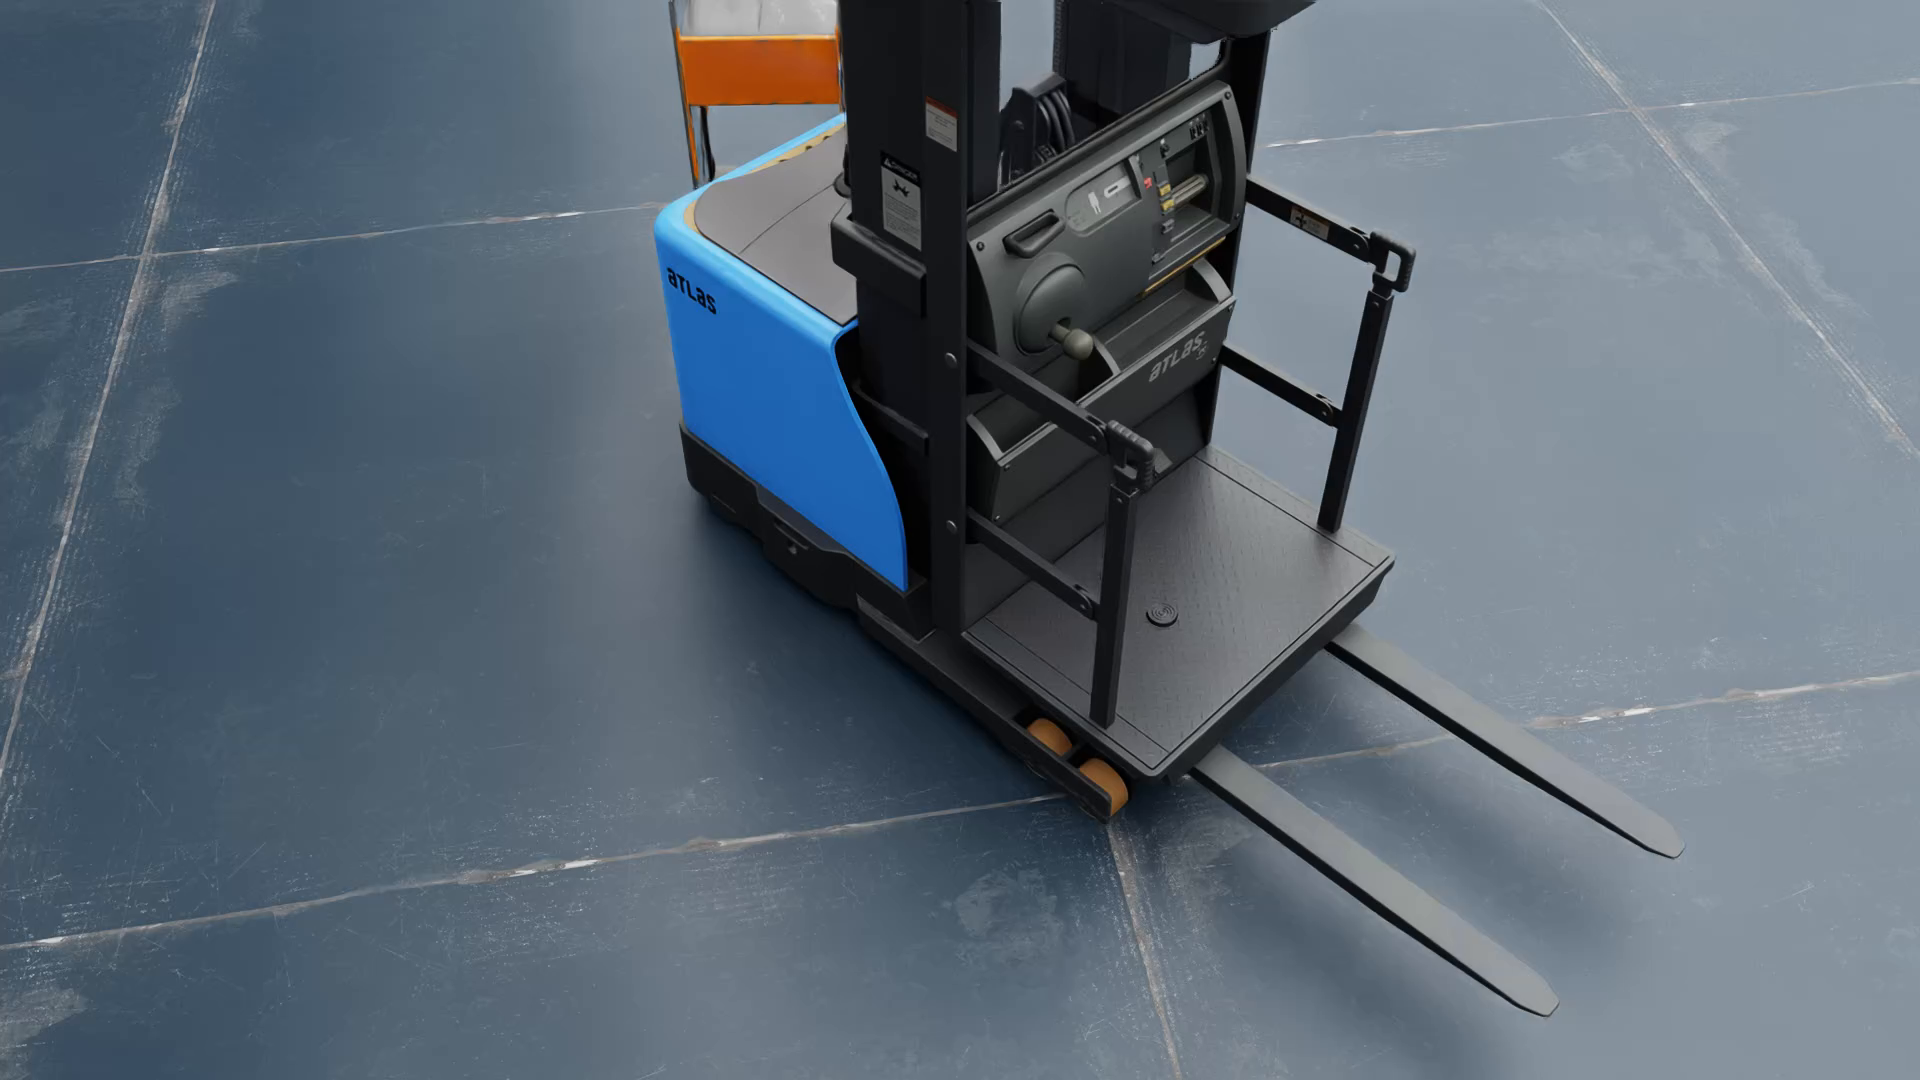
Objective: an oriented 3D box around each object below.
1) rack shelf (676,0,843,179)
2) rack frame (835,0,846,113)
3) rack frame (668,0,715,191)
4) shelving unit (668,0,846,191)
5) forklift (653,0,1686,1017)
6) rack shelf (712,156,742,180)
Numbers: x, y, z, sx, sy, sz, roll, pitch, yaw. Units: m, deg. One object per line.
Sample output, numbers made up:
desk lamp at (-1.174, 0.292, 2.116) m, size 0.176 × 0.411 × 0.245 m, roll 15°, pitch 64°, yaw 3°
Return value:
rack shelf at (-0.605, -1.477, 5.234) m, size 0.480 × 0.518 × 0.431 m, roll -1°, pitch 46°, yaw -1°
rack frame at (-0.361, -1.491, 5.228) m, size 0.015 × 2.100 × 0.400 m, roll -1°, pitch 46°, yaw -1°
rack frame at (-0.849, -1.482, 5.220) m, size 0.015 × 2.100 × 0.400 m, roll -1°, pitch 46°, yaw -1°
shelving unit at (-0.605, -1.486, 5.224) m, size 0.503 × 2.100 × 0.431 m, roll -1°, pitch 46°, yaw -1°
forklift at (0.524, -0.687, 3.877) m, size 3.031 × 2.935 × 1.130 m, roll 35°, pitch 56°, yaw 29°
rack shelf at (-0.605, -0.991, 5.738) m, size 0.480 × 0.518 × 0.431 m, roll -1°, pitch 46°, yaw -1°
